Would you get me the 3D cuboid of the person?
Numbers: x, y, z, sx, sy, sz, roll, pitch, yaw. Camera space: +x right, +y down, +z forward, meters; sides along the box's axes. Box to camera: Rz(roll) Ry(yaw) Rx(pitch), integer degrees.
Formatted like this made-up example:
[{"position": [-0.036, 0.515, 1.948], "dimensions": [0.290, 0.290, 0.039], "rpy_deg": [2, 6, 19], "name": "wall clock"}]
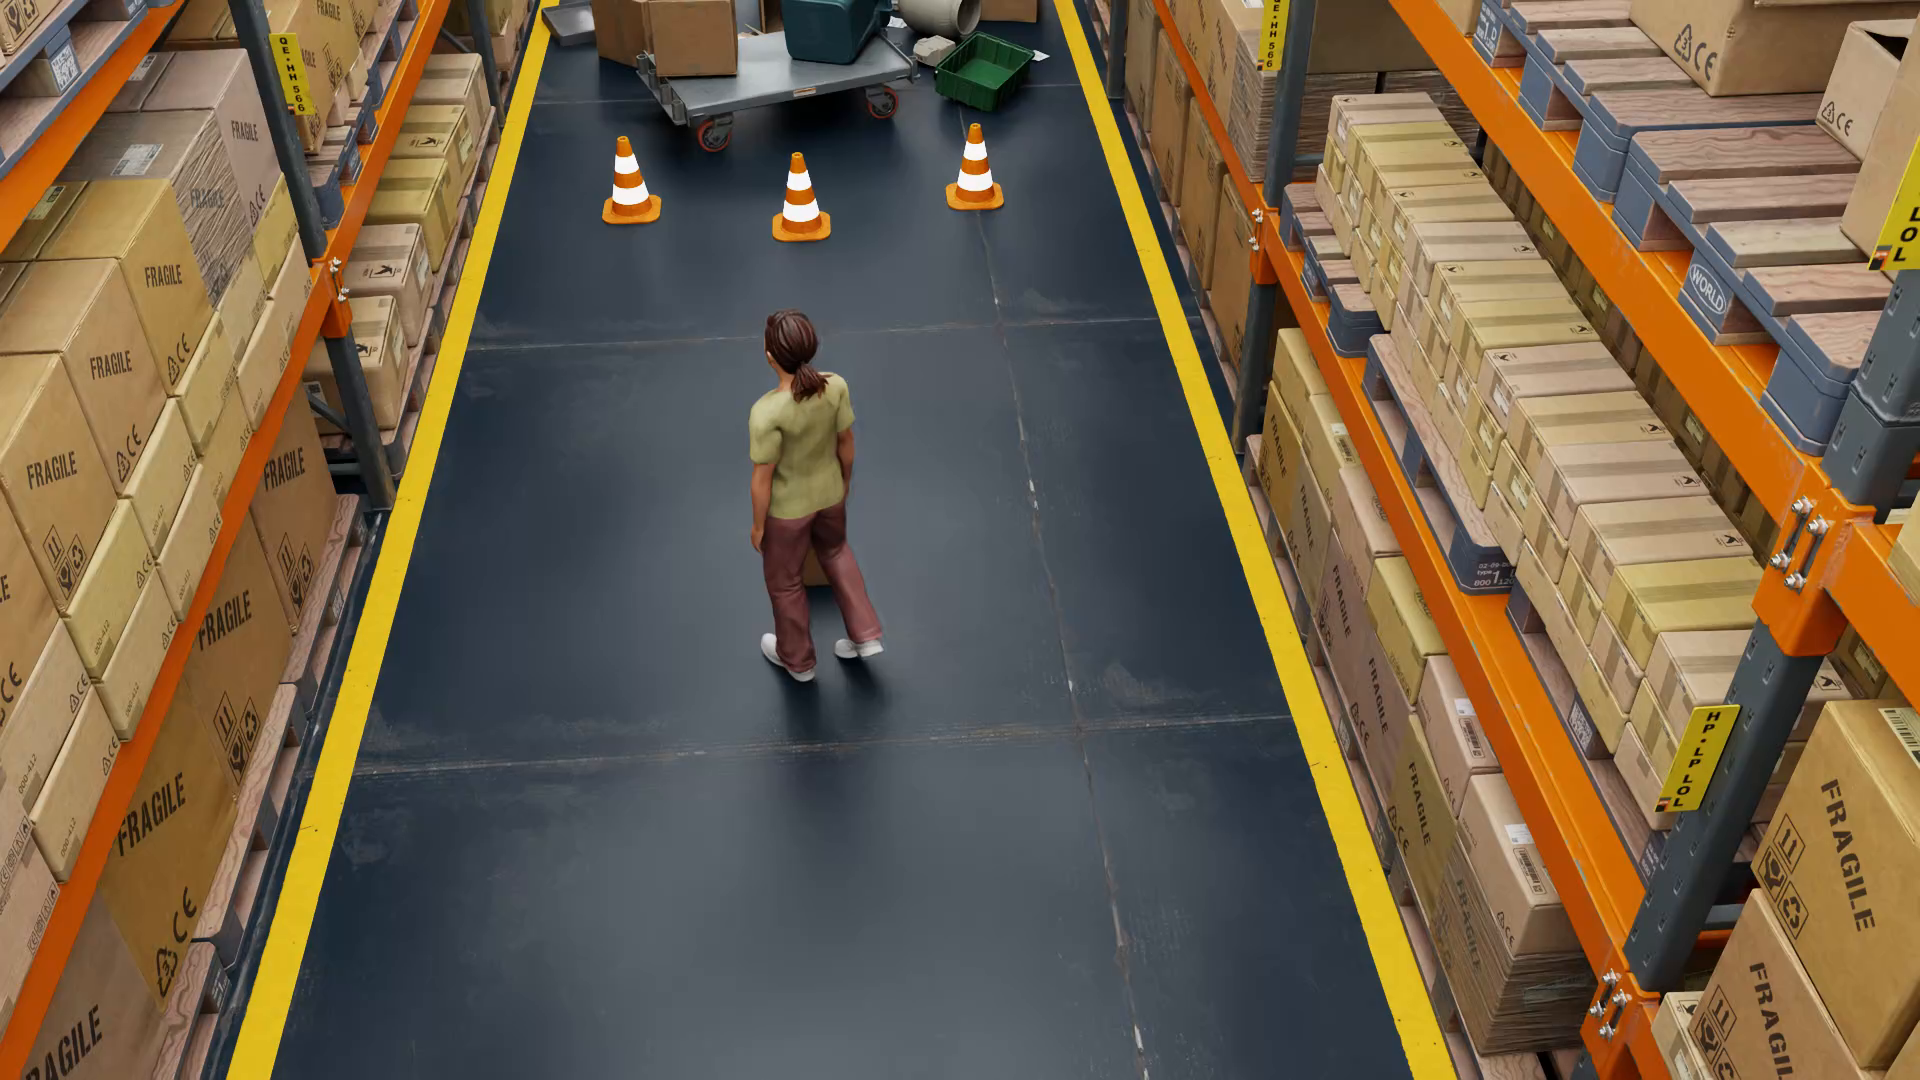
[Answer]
[{"position": [-0.594, -0.134, 6.314], "dimensions": [0.480, 1.687, 0.465], "rpy_deg": [-25, 46, -28], "name": "person"}]
